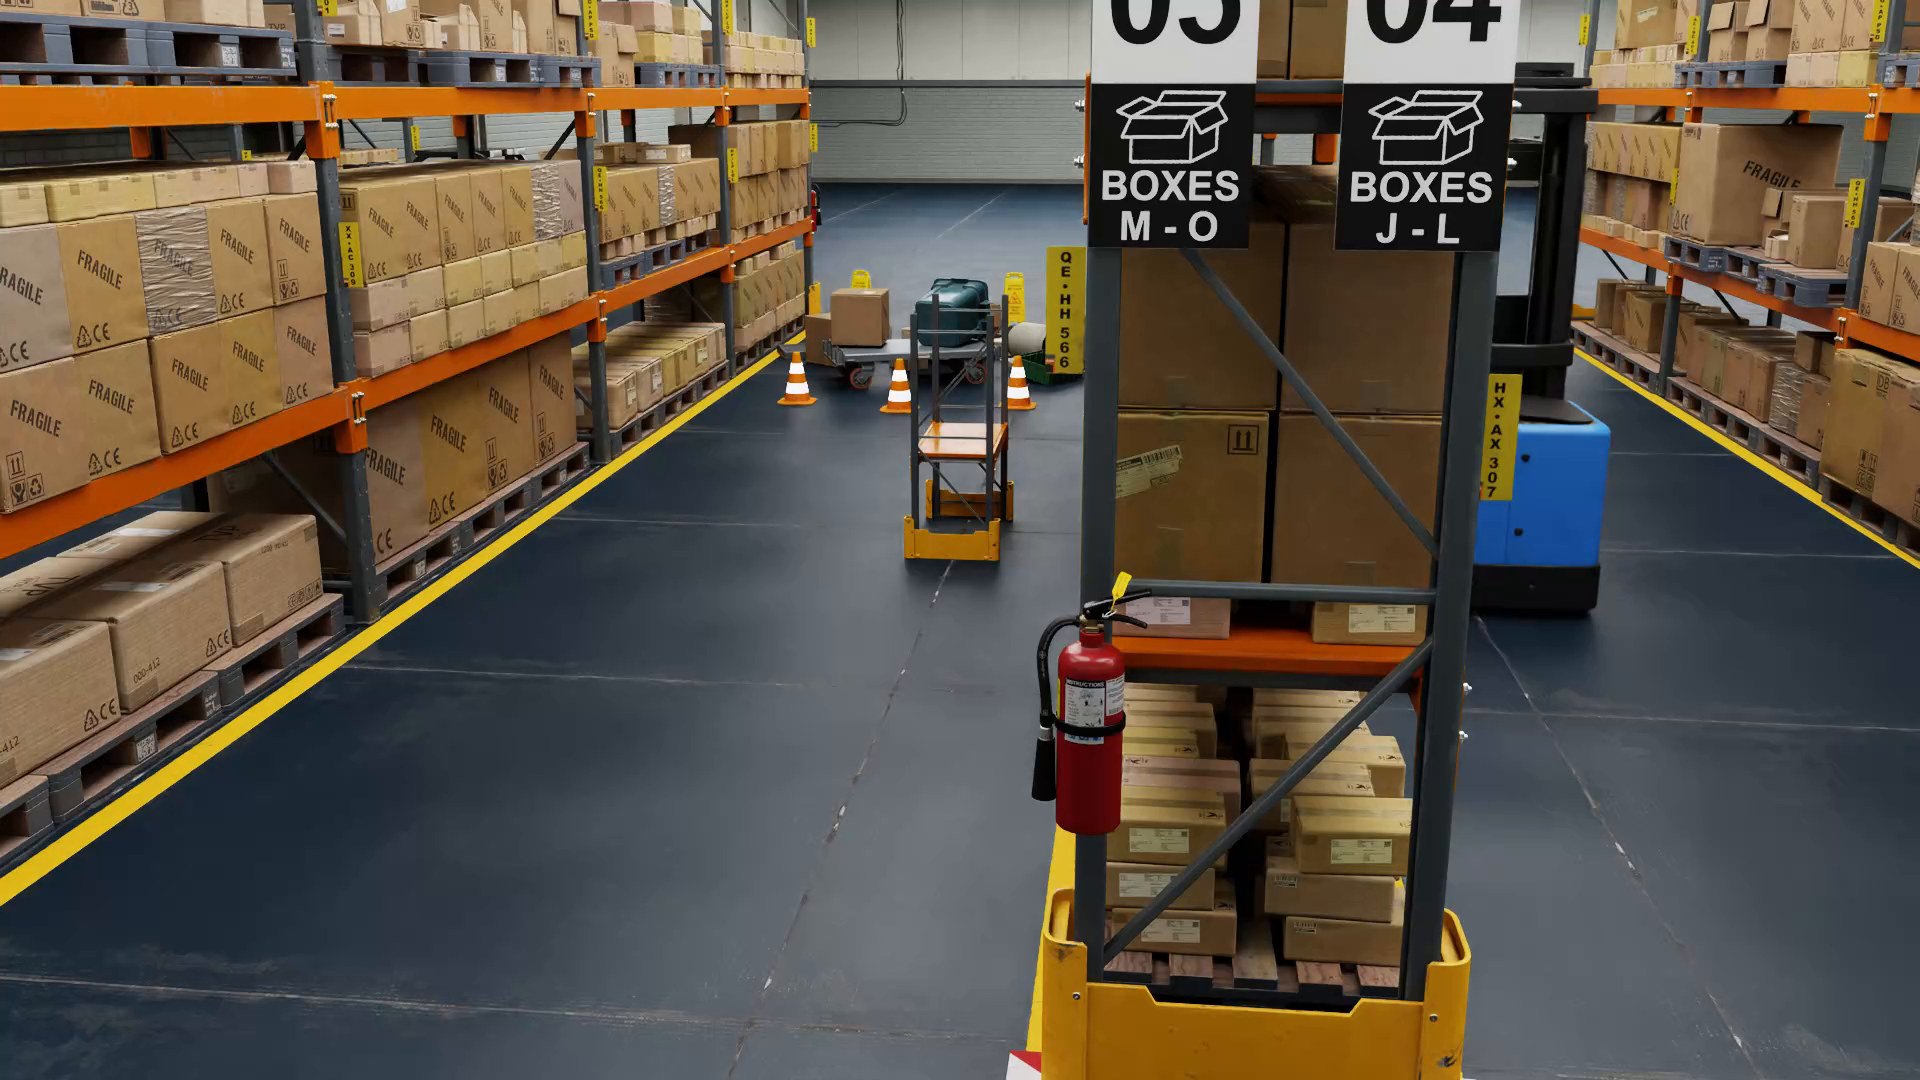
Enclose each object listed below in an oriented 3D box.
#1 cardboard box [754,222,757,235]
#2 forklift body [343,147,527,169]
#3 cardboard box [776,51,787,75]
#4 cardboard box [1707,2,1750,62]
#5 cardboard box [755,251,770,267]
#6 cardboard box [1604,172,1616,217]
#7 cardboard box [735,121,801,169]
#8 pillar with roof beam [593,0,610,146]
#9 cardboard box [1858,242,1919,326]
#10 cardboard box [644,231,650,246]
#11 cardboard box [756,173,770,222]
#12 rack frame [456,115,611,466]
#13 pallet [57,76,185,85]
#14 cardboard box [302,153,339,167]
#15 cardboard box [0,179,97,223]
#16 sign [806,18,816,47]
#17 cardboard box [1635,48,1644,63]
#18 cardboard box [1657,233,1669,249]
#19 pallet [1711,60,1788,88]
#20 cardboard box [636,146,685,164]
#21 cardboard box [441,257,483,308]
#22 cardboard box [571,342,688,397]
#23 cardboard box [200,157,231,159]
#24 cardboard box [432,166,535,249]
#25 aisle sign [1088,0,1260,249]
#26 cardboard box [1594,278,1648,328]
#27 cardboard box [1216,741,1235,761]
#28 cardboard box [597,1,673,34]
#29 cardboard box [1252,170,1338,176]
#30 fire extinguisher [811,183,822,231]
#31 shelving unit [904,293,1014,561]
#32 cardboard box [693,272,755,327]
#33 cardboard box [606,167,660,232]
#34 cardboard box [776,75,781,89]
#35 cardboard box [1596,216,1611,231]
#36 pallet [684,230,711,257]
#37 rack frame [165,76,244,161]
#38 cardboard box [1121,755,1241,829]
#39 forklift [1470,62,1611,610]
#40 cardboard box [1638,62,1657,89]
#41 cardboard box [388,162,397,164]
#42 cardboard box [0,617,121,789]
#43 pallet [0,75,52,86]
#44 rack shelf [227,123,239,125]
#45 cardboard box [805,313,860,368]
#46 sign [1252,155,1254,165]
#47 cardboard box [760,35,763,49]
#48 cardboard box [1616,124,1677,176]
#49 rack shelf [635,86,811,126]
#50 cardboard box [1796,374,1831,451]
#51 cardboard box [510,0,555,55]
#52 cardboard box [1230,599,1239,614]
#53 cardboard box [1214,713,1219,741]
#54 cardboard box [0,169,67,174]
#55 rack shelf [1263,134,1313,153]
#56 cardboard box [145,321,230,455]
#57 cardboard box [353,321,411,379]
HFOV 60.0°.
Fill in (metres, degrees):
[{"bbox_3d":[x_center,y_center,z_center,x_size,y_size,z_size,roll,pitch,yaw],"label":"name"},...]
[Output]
[{"bbox_3d":[-2.363,-3.309,17.635,0.380,0.149,0.250,2,15,6],"label":"cardboard box"},{"bbox_3d":[-5.638,-3.316,18.803,2.313,2.155,1.214,2,15,6],"label":"forklift body"},{"bbox_3d":[-2.206,-5.239,18.262,0.500,0.250,0.500,2,15,8],"label":"cardboard box"},{"bbox_3d":[6.940,-4.378,14.357,0.797,0.503,0.637,1,15,3],"label":"cardboard box"},{"bbox_3d":[-2.263,-3.018,17.860,0.380,0.149,0.250,3,15,9],"label":"cardboard box"},{"bbox_3d":[7.516,-3.751,18.025,0.875,0.500,0.500,2,15,6],"label":"cardboard box"},{"bbox_3d":[-2.165,-4.395,18.492,0.700,0.500,0.500,2,15,6],"label":"cardboard box"},{"bbox_3d":[-2.579,-9.998,30.399,9.100,9.000,0.400,2,15,6],"label":"pillar with roof beam"},{"bbox_3d":[6.314,-1.689,10.971,0.500,0.500,0.500,2,15,8],"label":"cardboard box"},{"bbox_3d":[-2.849,-2.563,14.071,0.380,0.149,0.250,2,15,8],"label":"cardboard box"},{"bbox_3d":[-2.326,-3.647,17.640,0.500,0.500,0.500,2,15,6],"label":"cardboard box"},{"bbox_3d":[-3.207,-2.051,12.500,1.000,3.000,0.127,2,15,6],"label":"rack frame"},{"bbox_3d":[-7.775,-4.360,15.660,0.805,0.209,1.217,1,15,4],"label":"pallet"},{"bbox_3d":[-7.235,-4.279,18.735,0.380,0.149,0.250,2,15,7],"label":"cardboard box"},{"bbox_3d":[-3.578,-1.305,6.392,0.380,0.149,0.250,1,15,5],"label":"cardboard box"},{"bbox_3d":[-1.755,-5.980,19.586,0.100,0.325,0.005,2,15,6],"label":"sign"},{"bbox_3d":[7.119,-4.935,16.943,0.380,0.149,0.250,2,15,6],"label":"cardboard box"},{"bbox_3d":[6.949,-2.867,16.000,0.380,0.149,0.250,2,15,6],"label":"cardboard box"},{"bbox_3d":[6.802,-3.728,13.314,1.213,0.211,1.003,2,15,6],"label":"pallet"},{"bbox_3d":[-2.656,-3.419,14.750,0.380,0.149,0.250,1,15,4],"label":"cardboard box"},{"bbox_3d":[-3.214,-1.554,9.993,0.500,0.250,0.500,2,15,7],"label":"cardboard box"},{"bbox_3d":[-2.967,-1.519,14.764,0.950,0.372,0.625,2,15,8],"label":"cardboard box"},{"bbox_3d":[-7.866,-3.963,17.568,0.380,0.149,0.250,2,15,6],"label":"cardboard box"},{"bbox_3d":[-3.118,-2.178,10.863,0.500,0.500,0.500,2,15,6],"label":"cardboard box"},{"bbox_3d":[0.514,-1.101,4.008,0.394,0.787,0.004,2,15,6],"label":"aisle sign"},{"bbox_3d":[7.455,-2.668,18.768,0.500,0.500,0.500,5,16,17],"label":"cardboard box"},{"bbox_3d":[0.786,0.827,5.945,0.380,0.149,0.250,2,15,6],"label":"cardboard box"},{"bbox_3d":[-2.788,-4.489,14.294,0.500,0.250,0.500,2,15,7],"label":"cardboard box"},{"bbox_3d":[1.434,-1.304,7.062,0.500,0.500,0.500,1,15,4],"label":"cardboard box"},{"bbox_3d":[-1.834,-4.104,20.243,0.296,0.674,0.183,2,15,6],"label":"fire extinguisher"},{"bbox_3d":[0.009,-0.744,10.539,0.587,1.500,1.083,2,15,6],"label":"shelving unit"},{"bbox_3d":[-2.421,-2.471,17.079,0.500,0.500,0.500,2,15,9],"label":"cardboard box"},{"bbox_3d":[-2.821,-2.829,13.810,0.500,0.500,0.500,2,15,7],"label":"cardboard box"},{"bbox_3d":[-2.202,-5.088,18.468,0.380,0.149,0.250,2,15,6],"label":"cardboard box"},{"bbox_3d":[7.175,-3.452,18.161,0.380,0.149,0.250,2,15,6],"label":"cardboard box"},{"bbox_3d":[-2.986,-2.802,15.644,1.003,0.211,1.213,2,15,6],"label":"pallet"},{"bbox_3d":[-7.688,-3.233,16.874,1.000,3.000,0.127,2,15,6],"label":"rack frame"},{"bbox_3d":[0.713,0.822,5.394,0.380,0.149,0.250,2,15,7],"label":"cardboard box"},{"bbox_3d":[3.081,-1.371,10.118,1.130,2.935,3.031,1,15,5],"label":"forklift"},{"bbox_3d":[7.005,-4.565,16.340,0.500,0.250,0.500,2,15,6],"label":"cardboard box"},{"bbox_3d":[-6.997,-4.467,20.001,0.380,0.149,0.250,2,15,7],"label":"cardboard box"},{"bbox_3d":[-4.040,0.646,6.629,0.875,0.438,0.875,2,15,8],"label":"cardboard box"},{"bbox_3d":[-8.152,-3.732,13.331,1.213,0.211,1.003,2,15,9],"label":"pallet"},{"bbox_3d":[-7.914,-3.815,14.658,1.077,0.370,4.000,2,15,6],"label":"rack shelf"},{"bbox_3d":[-1.283,-2.121,17.542,0.500,0.500,0.500,-14,20,-42],"label":"cardboard box"},{"bbox_3d":[2.714,-3.476,15.704,0.100,0.325,0.005,2,15,6],"label":"sign"},{"bbox_3d":[-2.303,-5.278,17.640,0.380,0.149,0.250,2,15,7],"label":"cardboard box"},{"bbox_3d":[7.041,-3.985,16.975,0.500,0.500,0.500,2,15,6],"label":"cardboard box"},{"bbox_3d":[-2.530,-4.708,17.957,1.077,0.370,4.000,2,15,6],"label":"rack shelf"},{"bbox_3d":[6.695,-0.939,12.334,0.700,0.500,0.500,1,15,3],"label":"cardboard box"},{"bbox_3d":[-3.130,-3.487,11.070,0.700,0.500,0.500,1,15,3],"label":"cardboard box"},{"bbox_3d":[0.641,0.109,4.995,0.380,0.149,0.250,2,15,6],"label":"cardboard box"},{"bbox_3d":[0.851,0.773,6.715,0.380,0.149,0.250,2,15,8],"label":"cardboard box"},{"bbox_3d":[-4.099,-1.518,7.180,0.380,0.149,0.250,1,15,5],"label":"cardboard box"},{"bbox_3d":[1.497,-2.513,9.842,1.077,0.370,4.000,2,15,6],"label":"rack shelf"},{"bbox_3d":[-3.551,-0.669,7.199,0.500,0.500,0.500,1,15,5],"label":"cardboard box"},{"bbox_3d":[-3.346,-1.047,9.076,0.500,0.250,0.500,1,15,5],"label":"cardboard box"}]
